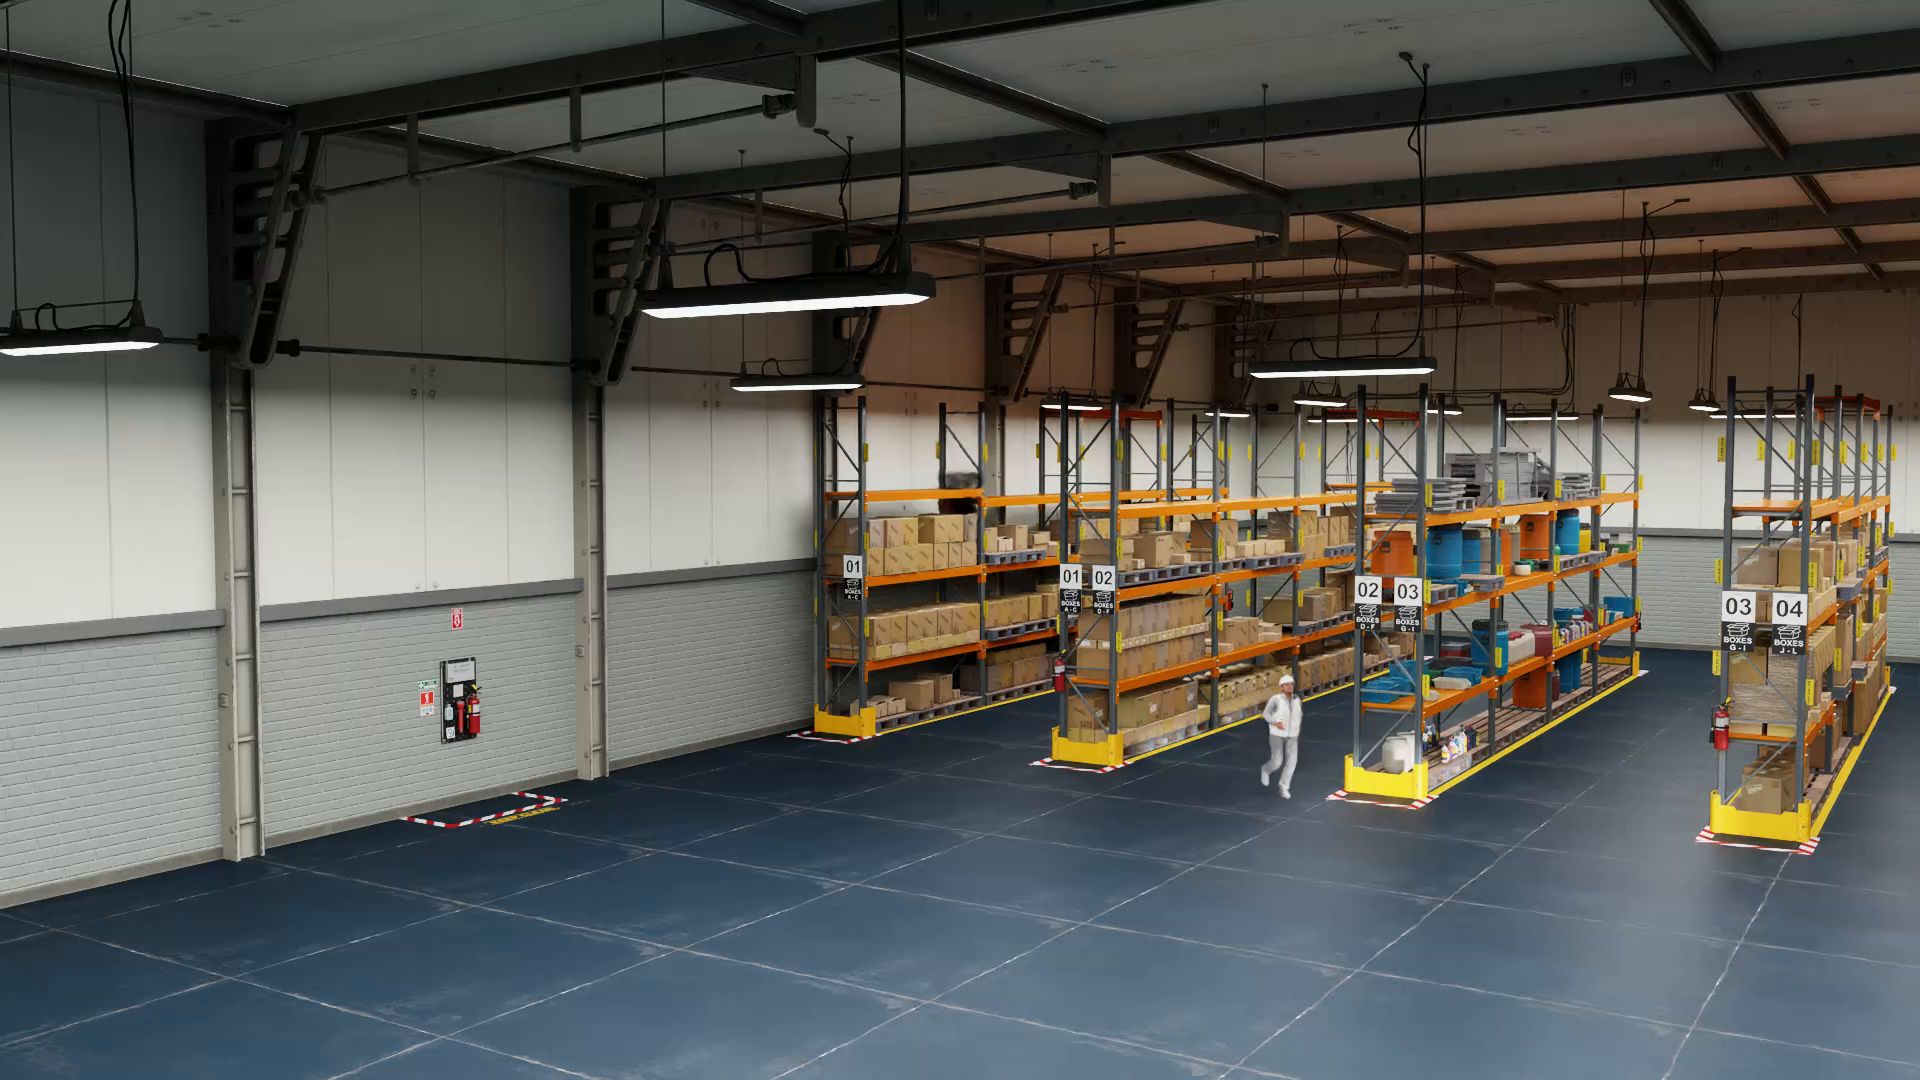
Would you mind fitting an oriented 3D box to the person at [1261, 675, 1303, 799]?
[{"bbox_3d":[4.750,2.859,24.403,0.678,1.766,0.770,-1,3,-12],"label":"person"}]
